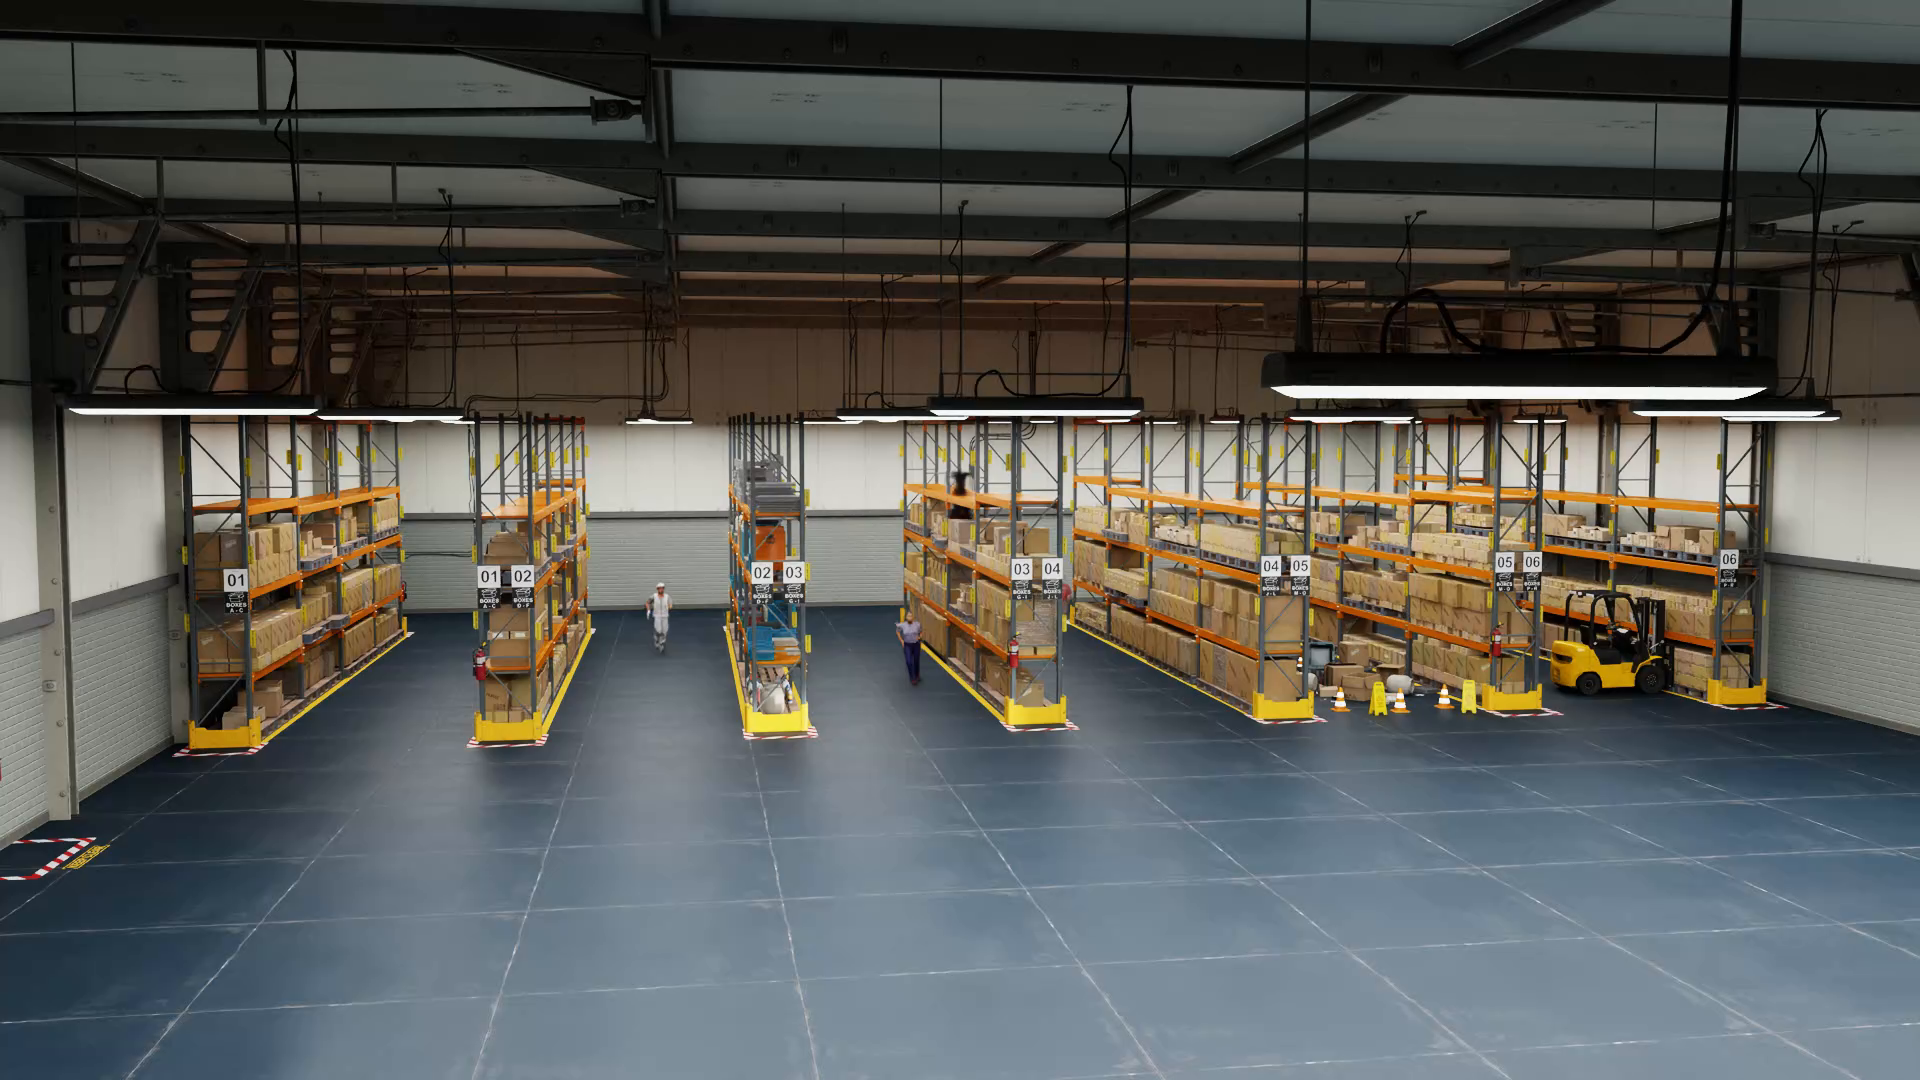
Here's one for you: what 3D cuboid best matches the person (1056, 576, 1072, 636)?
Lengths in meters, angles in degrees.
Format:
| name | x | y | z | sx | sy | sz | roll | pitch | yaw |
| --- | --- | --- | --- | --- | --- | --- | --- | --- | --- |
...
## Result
| name | x | y | z | sx | sy | sz | roll | pitch | yaw |
| --- | --- | --- | --- | --- | --- | --- | --- | --- | --- |
| person | 2.741 | 1.813 | 45.112 | 0.629 | 1.730 | 0.693 | -1 | 4 | -11 |

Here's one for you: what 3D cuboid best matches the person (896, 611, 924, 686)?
| name | x | y | z | sx | sy | sz | roll | pitch | yaw |
| --- | --- | --- | --- | --- | --- | --- | --- | --- | --- |
| person | -1.109 | 2.385 | 37.065 | 0.625 | 1.624 | 0.832 | 0 | 4 | -2 |

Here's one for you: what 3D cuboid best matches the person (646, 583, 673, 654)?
| name | x | y | z | sx | sy | sz | roll | pitch | yaw |
| --- | --- | --- | --- | --- | --- | --- | --- | --- | --- |
| person | -7.553 | 1.977 | 41.950 | 0.648 | 1.783 | 0.699 | -2 | 4 | -22 |
